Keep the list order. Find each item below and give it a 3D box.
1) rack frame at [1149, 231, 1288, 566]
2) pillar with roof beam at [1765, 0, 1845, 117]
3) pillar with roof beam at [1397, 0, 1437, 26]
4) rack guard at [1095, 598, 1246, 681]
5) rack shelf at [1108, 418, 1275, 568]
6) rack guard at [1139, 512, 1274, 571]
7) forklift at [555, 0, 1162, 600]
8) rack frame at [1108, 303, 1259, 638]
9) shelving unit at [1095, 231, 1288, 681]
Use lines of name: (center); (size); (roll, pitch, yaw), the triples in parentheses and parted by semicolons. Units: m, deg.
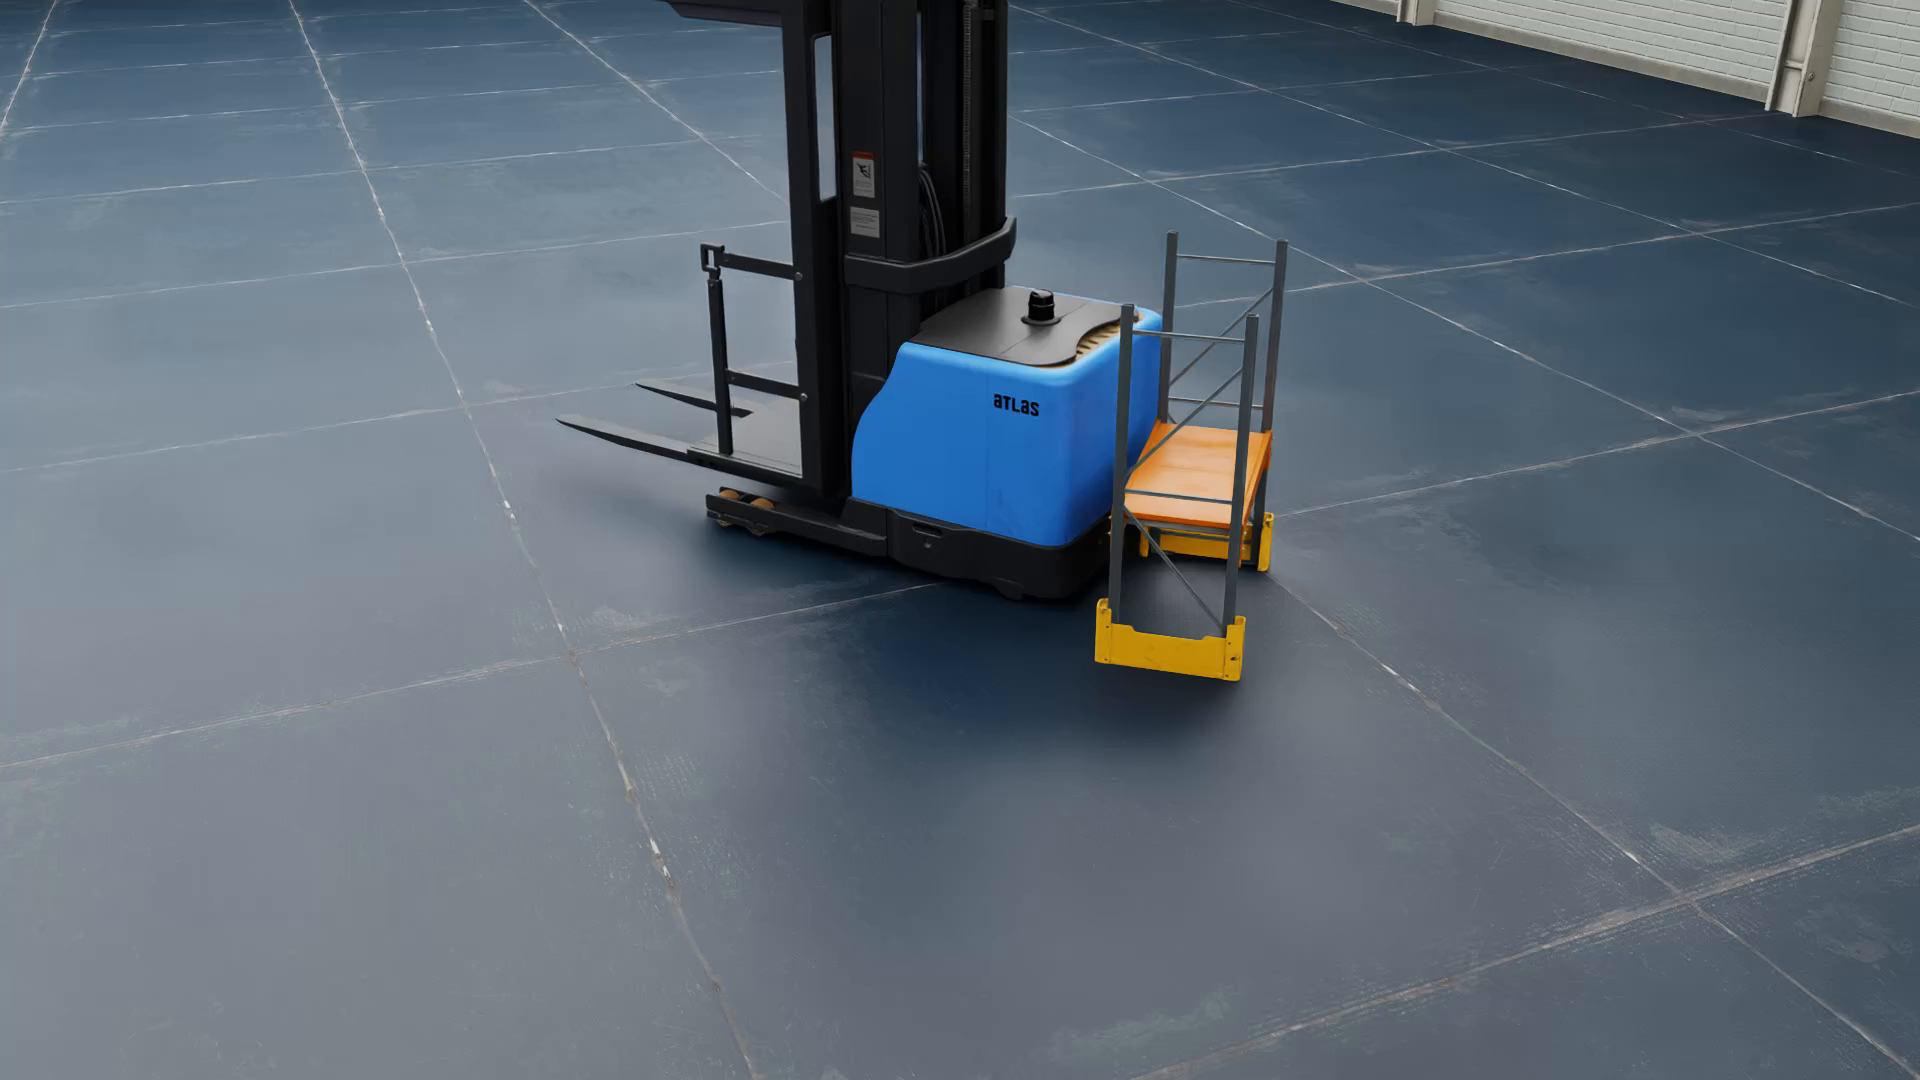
rack frame: (1.114, -0.592, 7.254); (0.500, 1.500, 0.032); (7, 27, 14)
pillar with roof beam: (4.238, -7.524, 12.903); (9.100, 9.000, 0.400); (-11, 28, -21)
pillar with roof beam: (1.888, -9.946, 17.864); (9.100, 9.000, 0.400); (-11, 28, -21)
rack guard: (0.836, 0.398, 6.650); (0.587, 0.250, 0.087); (7, 27, 14)
rack shelf: (0.975, -0.216, 6.893); (0.538, 0.185, 1.000); (7, 27, 14)
rack guard: (1.109, -0.022, 7.511); (0.587, 0.250, 0.087); (7, 27, 14)
forklift: (-0.607, -1.523, 7.529); (3.031, 2.935, 1.130); (15, 30, 28)
rack frame: (0.836, -0.163, 6.375); (0.500, 1.500, 0.032); (7, 27, 14)
shelving unit: (0.972, -0.374, 6.806); (0.587, 1.500, 1.083); (7, 27, 14)
